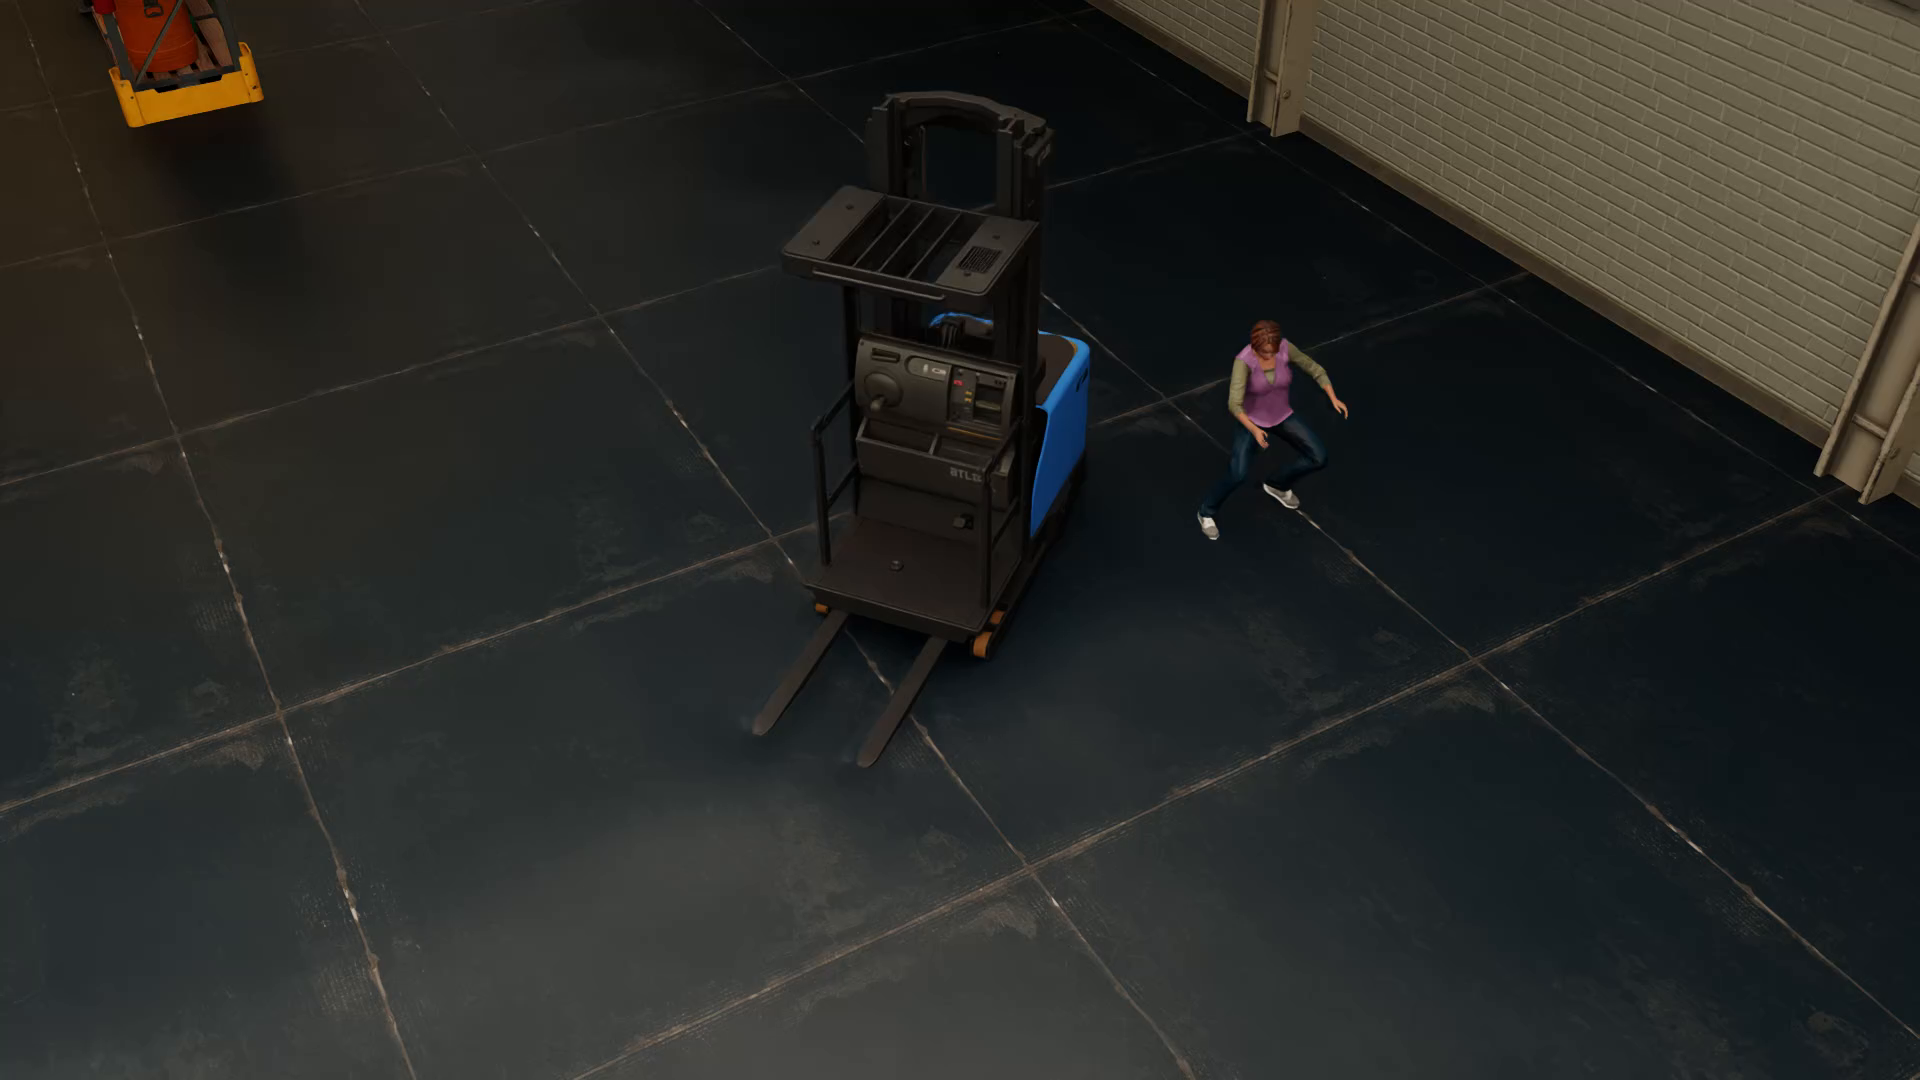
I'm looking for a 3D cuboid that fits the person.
[{"bbox_3d":[1.887,-0.651,10.039,0.795,1.420,0.694,-7,40,-9],"label":"person"}]

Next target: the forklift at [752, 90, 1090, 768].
[{"bbox_3d":[-0.217,-0.757,8.949,1.130,2.935,3.031,15,42,17],"label":"forklift"}]
